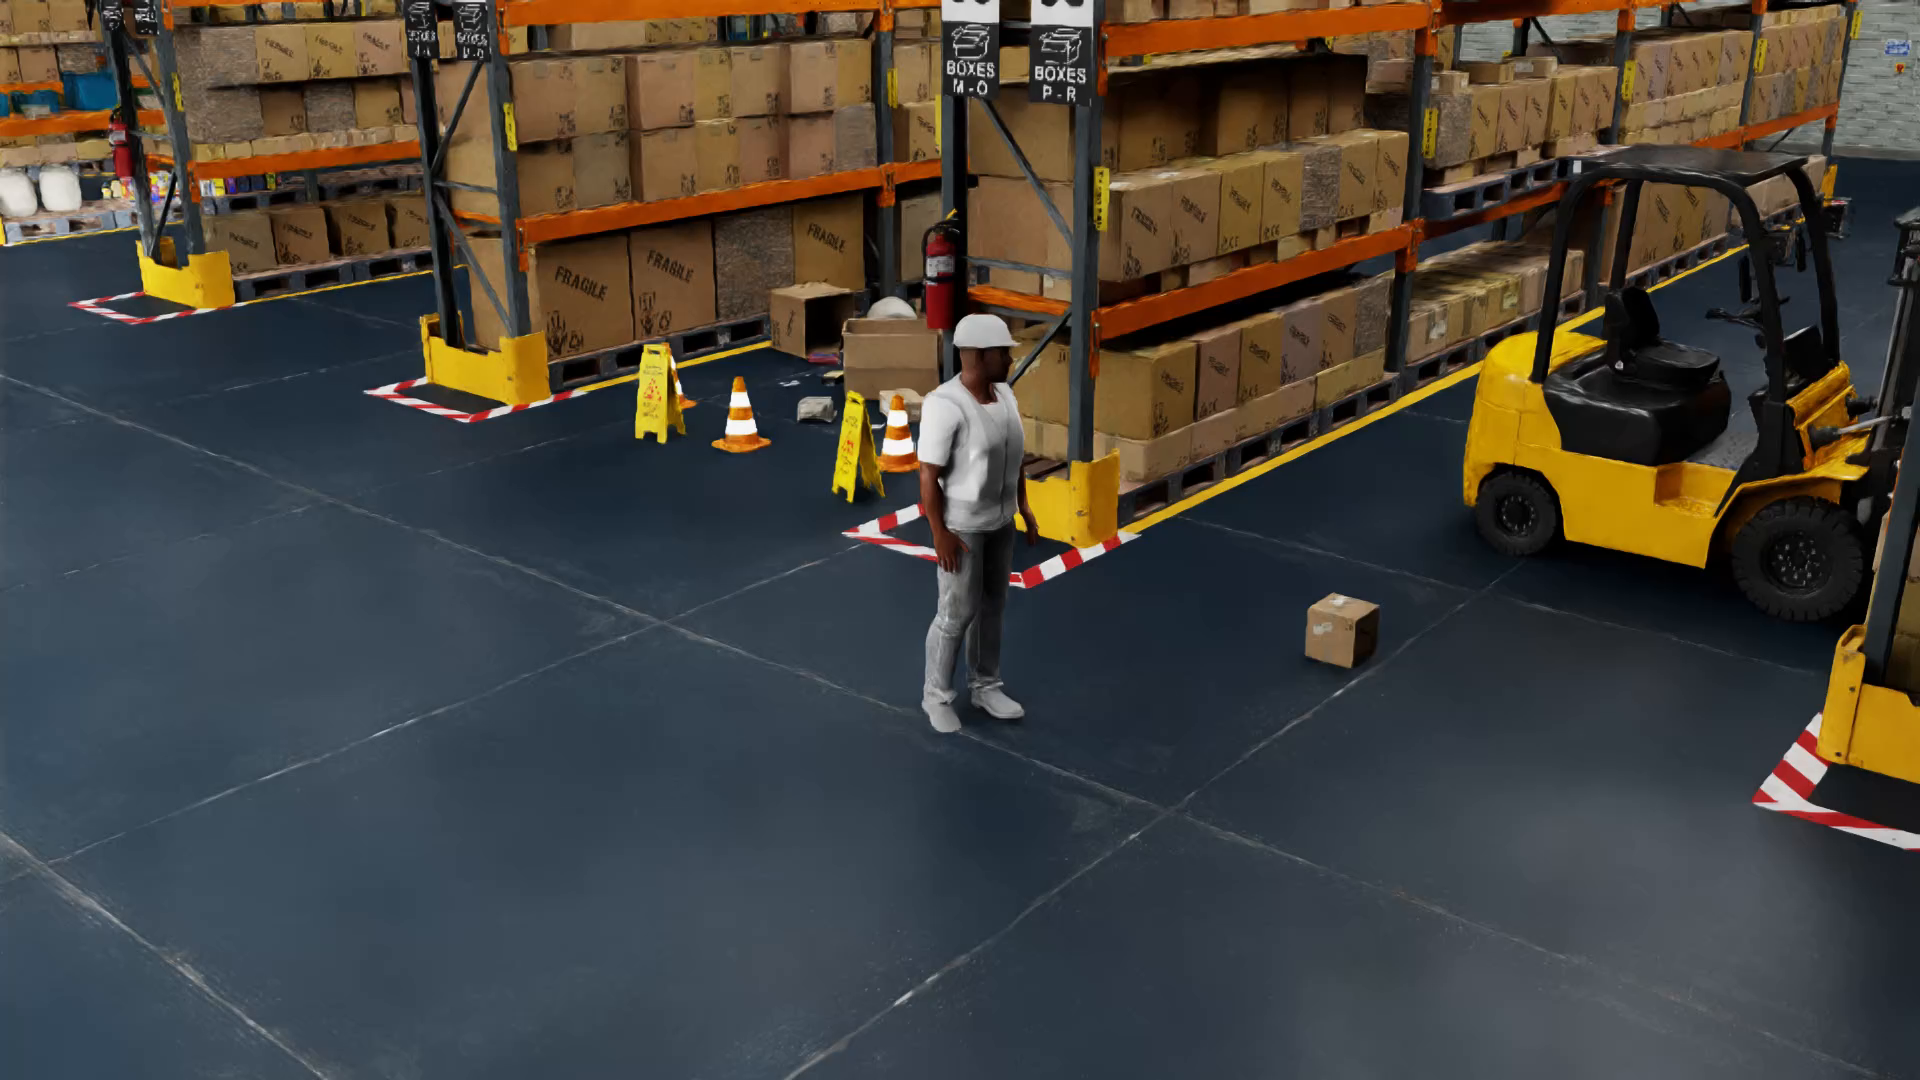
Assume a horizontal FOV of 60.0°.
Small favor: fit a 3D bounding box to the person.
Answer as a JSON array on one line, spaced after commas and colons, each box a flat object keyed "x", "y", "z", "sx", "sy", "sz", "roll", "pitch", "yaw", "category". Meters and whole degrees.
[{"x": 0.091, "y": -0.043, "z": 7.069, "sx": 0.423, "sy": 1.847, "sz": 0.606, "roll": 15, "pitch": 25, "yaw": 35, "category": "person"}]
